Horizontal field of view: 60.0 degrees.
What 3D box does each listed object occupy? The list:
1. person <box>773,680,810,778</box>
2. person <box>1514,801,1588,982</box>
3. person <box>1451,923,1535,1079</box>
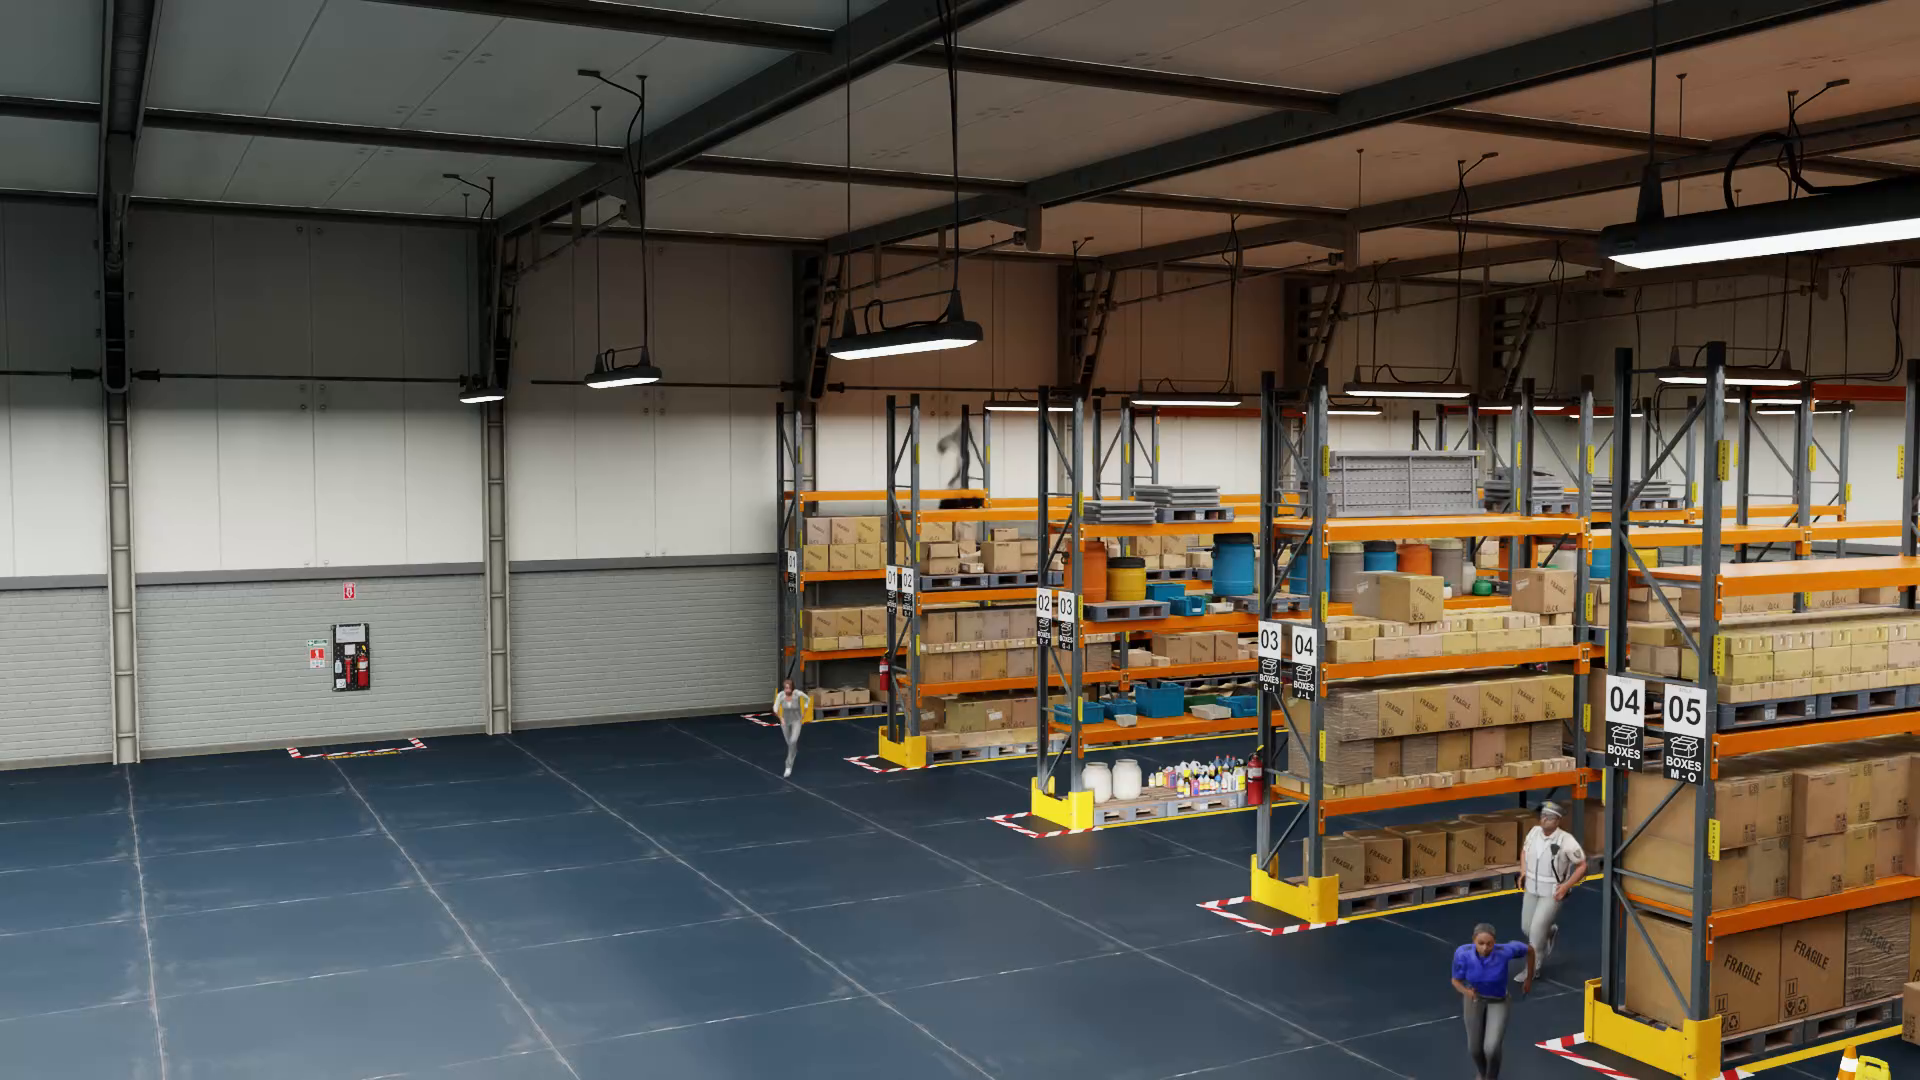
[{"bbox_3d":[-2.662,2.931,26.334,0.570,1.547,0.913,0,3,-3],"label":"person"},{"bbox_3d":[5.752,3.397,16.158,0.771,1.764,0.688,-3,4,-40],"label":"person"},{"bbox_3d":[4.161,3.667,12.998,0.607,1.499,0.911,1,3,22],"label":"person"}]
